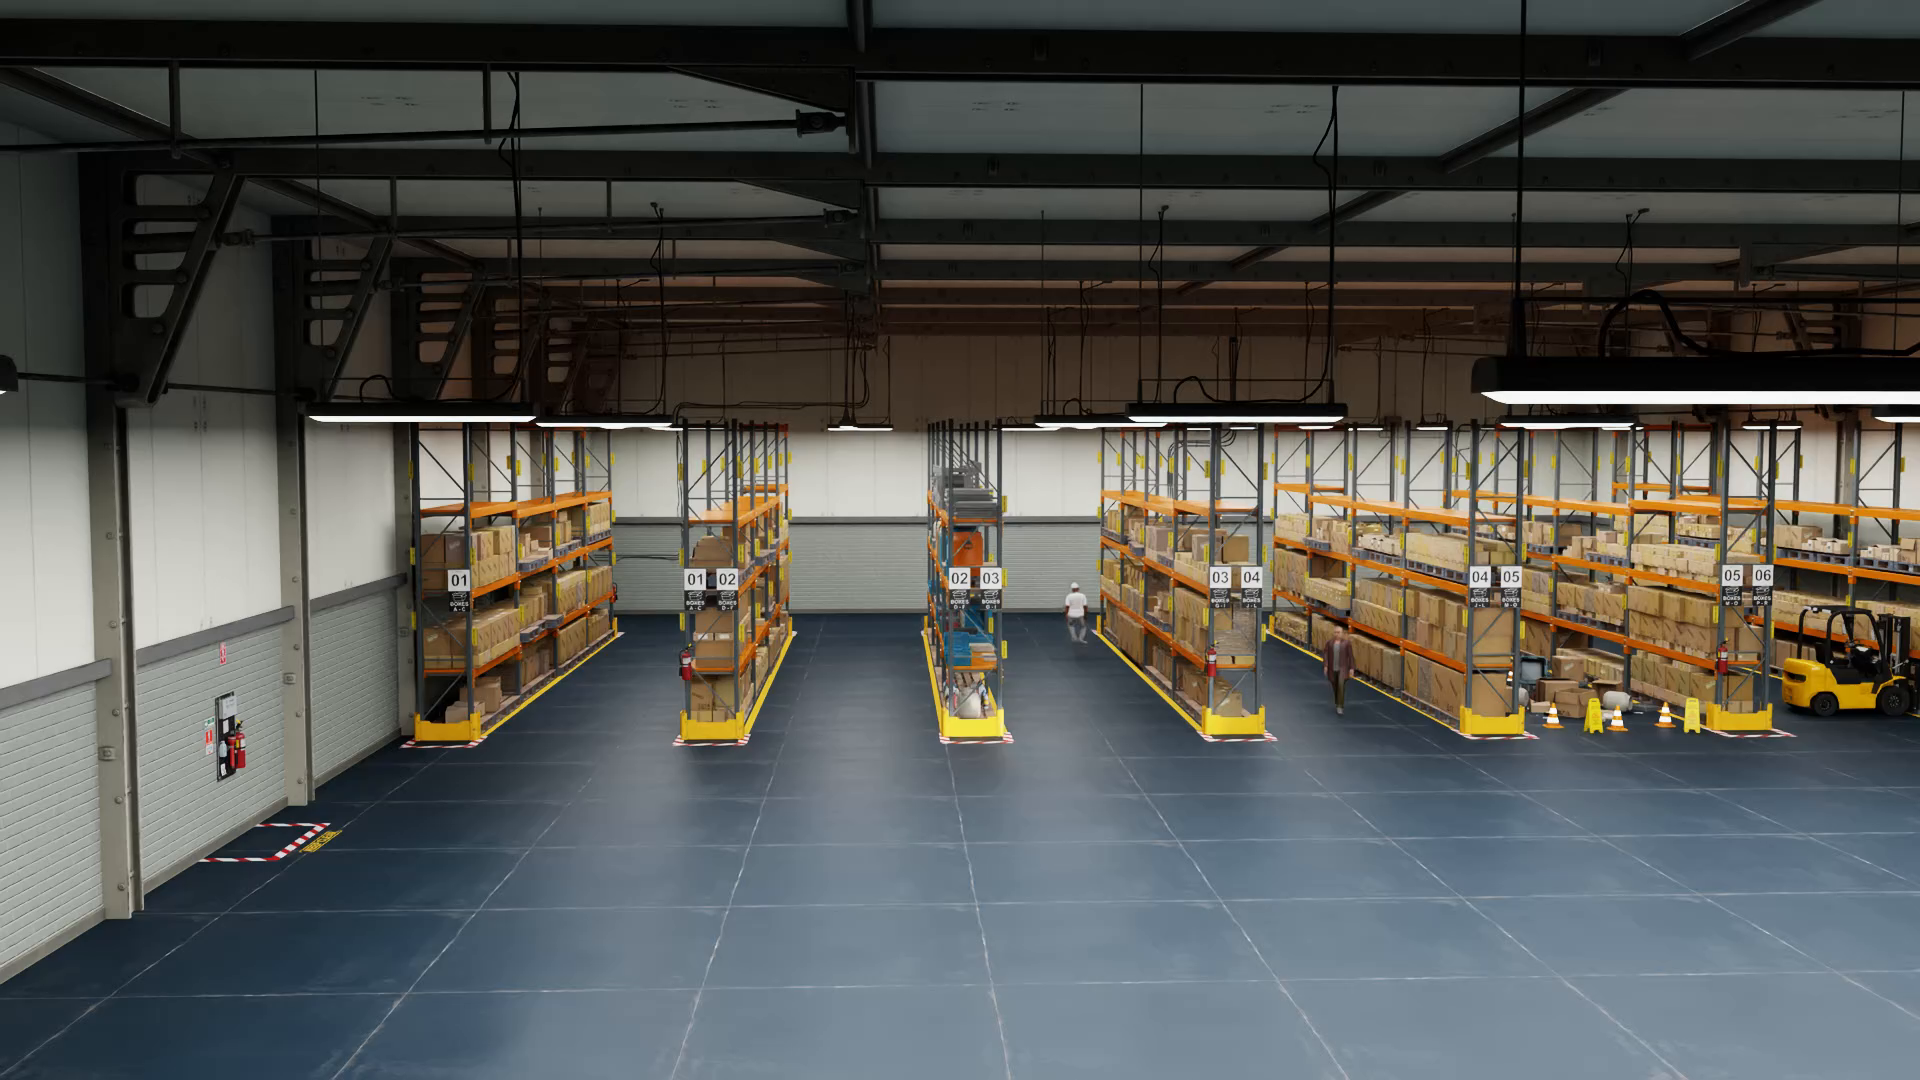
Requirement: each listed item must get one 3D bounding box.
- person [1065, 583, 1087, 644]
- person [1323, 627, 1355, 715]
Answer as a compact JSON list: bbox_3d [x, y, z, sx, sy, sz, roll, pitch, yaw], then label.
[{"bbox_3d":[3.029,1.905,43.450,0.594,1.591,0.660,0,4,-3],"label":"person"},{"bbox_3d":[7.713,2.647,34.015,0.621,1.744,0.985,2,4,32],"label":"person"}]
